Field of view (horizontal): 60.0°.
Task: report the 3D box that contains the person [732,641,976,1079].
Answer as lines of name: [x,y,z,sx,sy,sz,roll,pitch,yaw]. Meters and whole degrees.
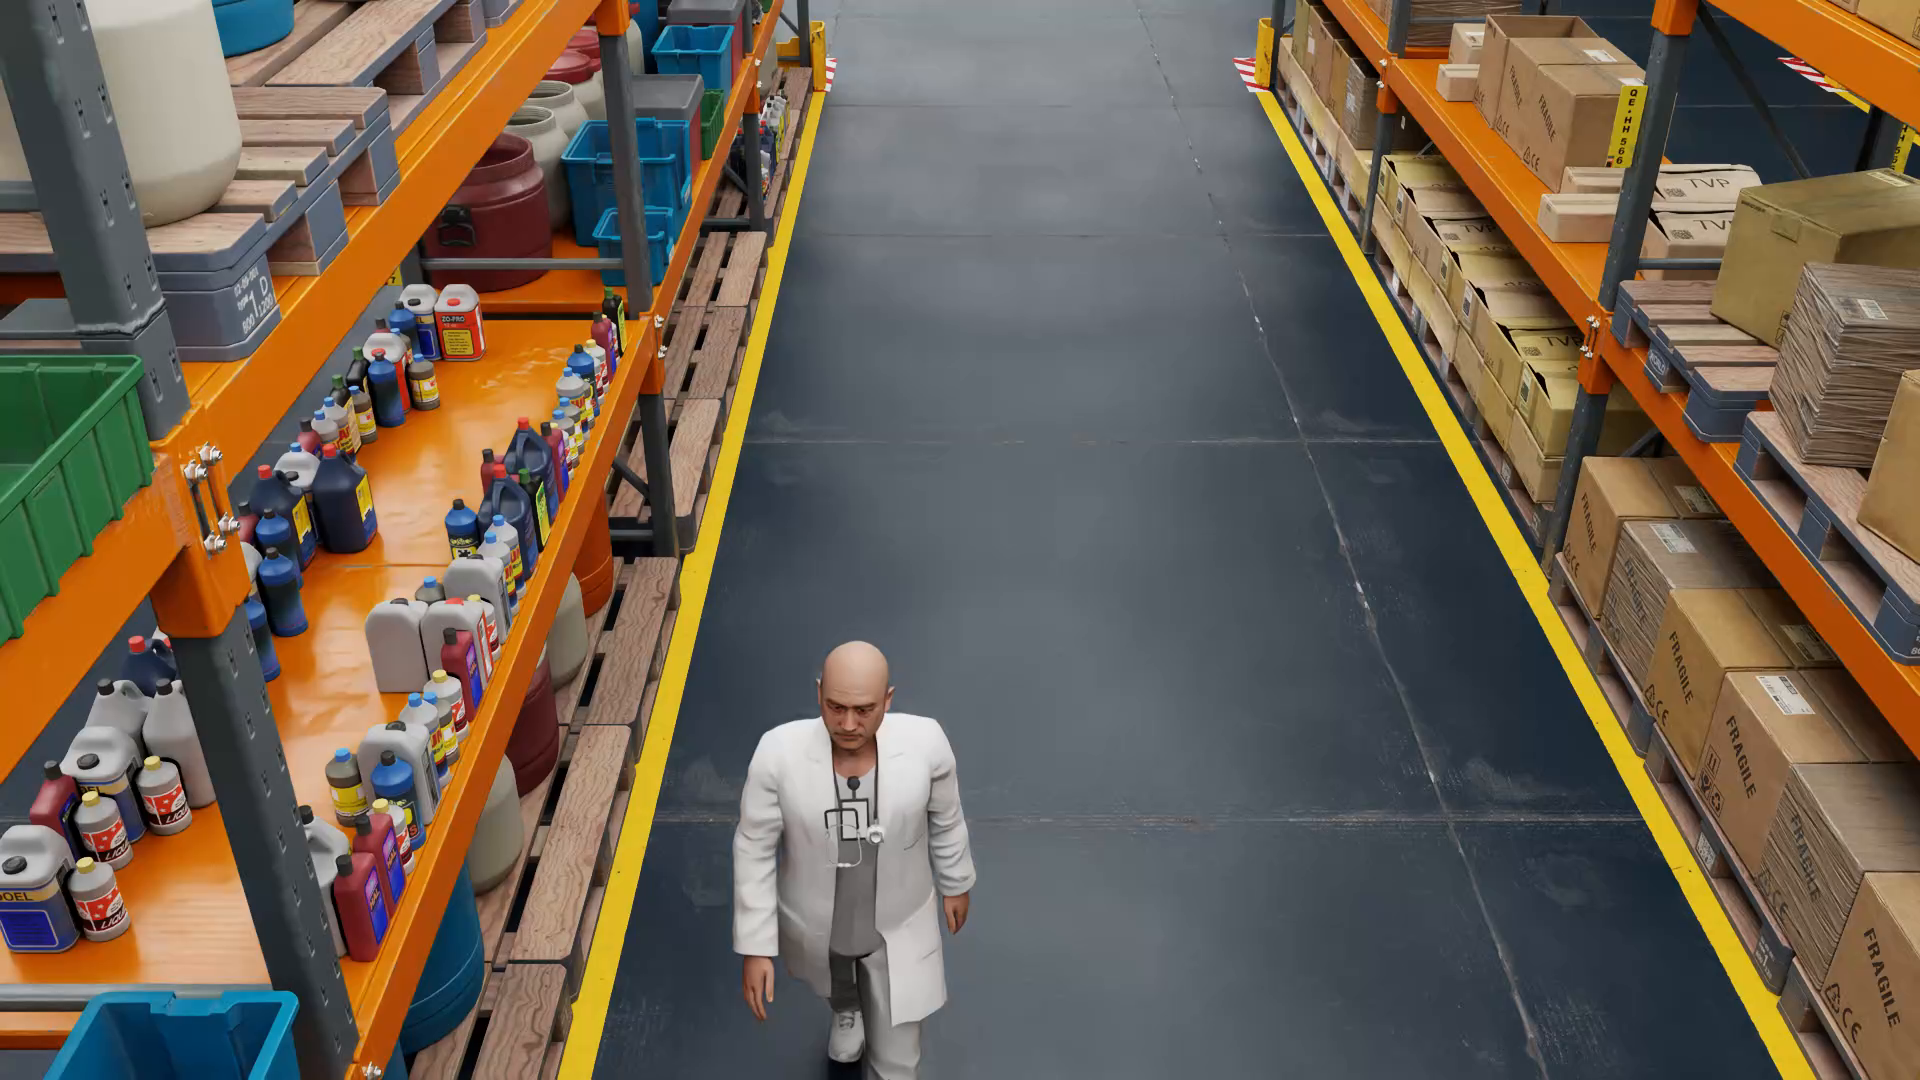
person: [-0.274,1.022,4.470,0.643,1.723,1.164,0,31,-1]
